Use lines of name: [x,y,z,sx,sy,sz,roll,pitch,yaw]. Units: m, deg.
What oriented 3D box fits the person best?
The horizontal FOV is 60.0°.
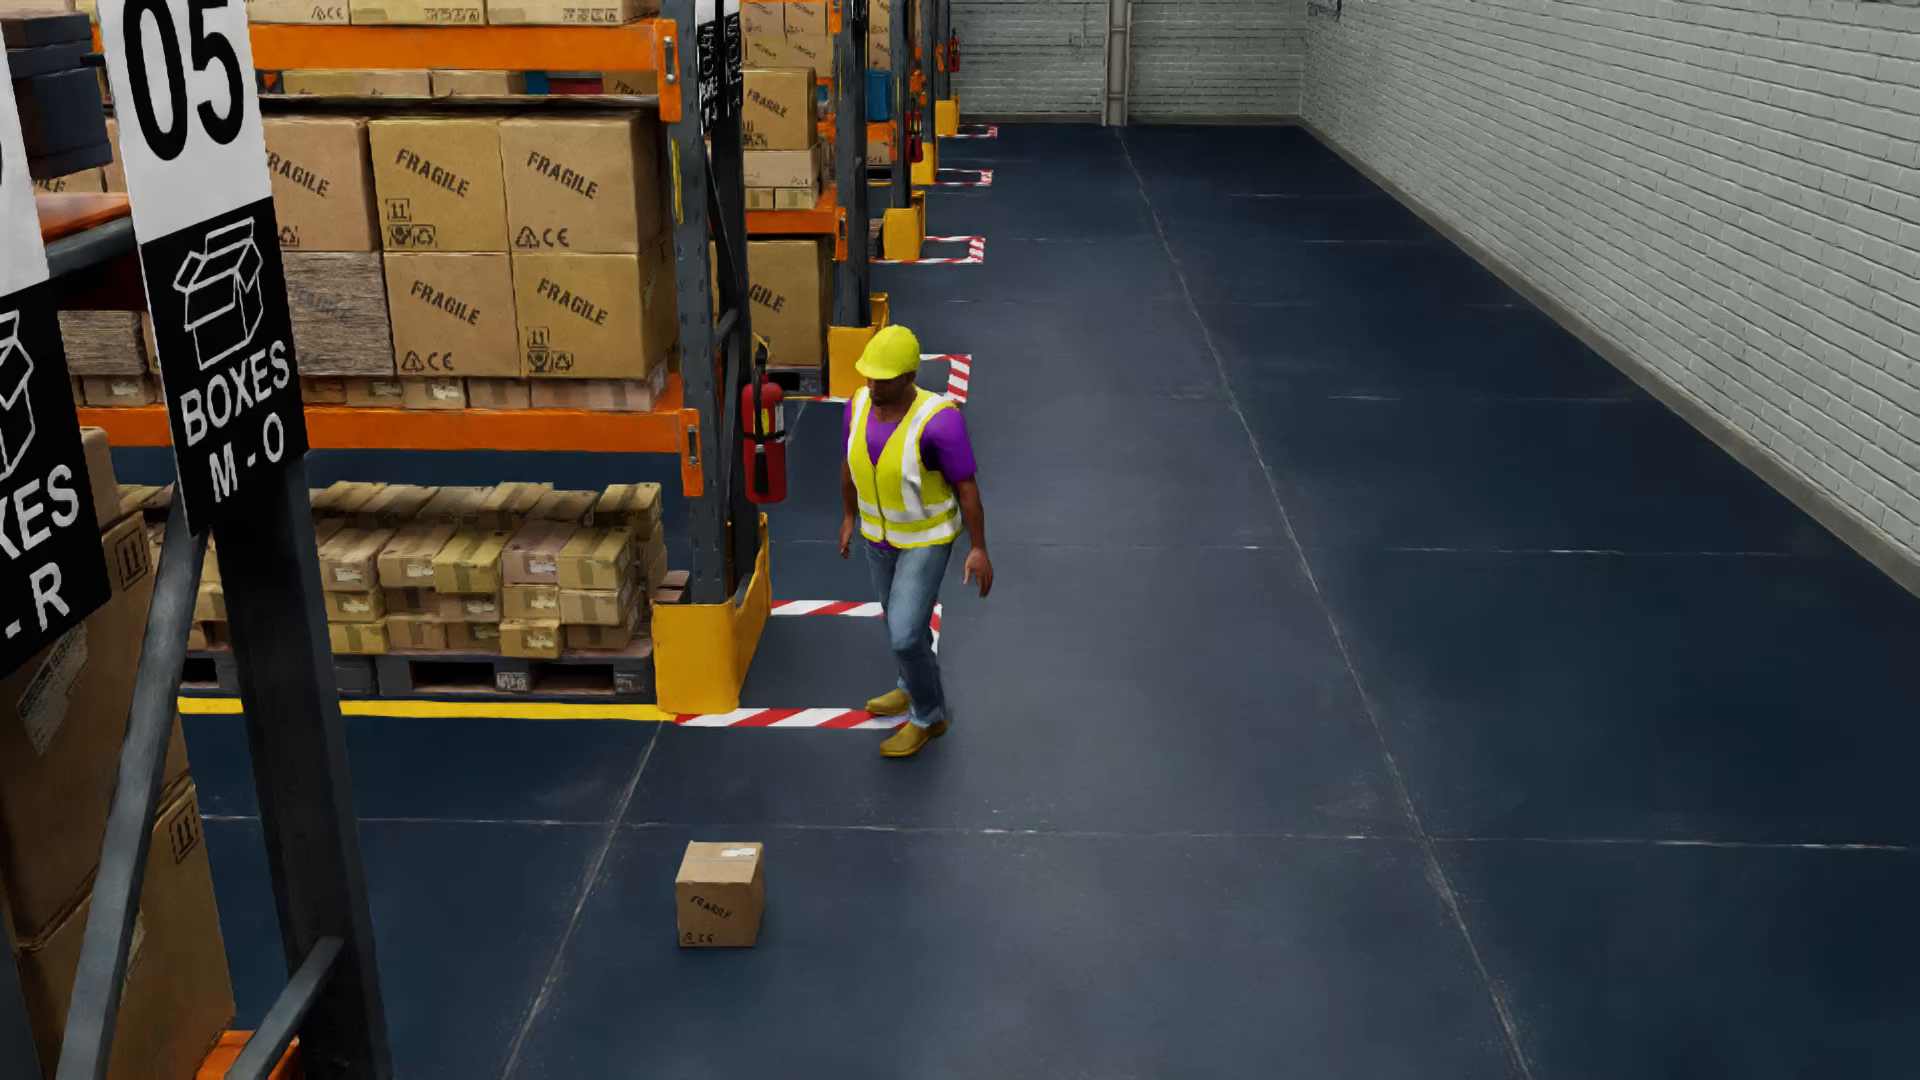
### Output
person: [-0.194,-0.015,6.571,0.754,1.744,0.571,16,26,37]
